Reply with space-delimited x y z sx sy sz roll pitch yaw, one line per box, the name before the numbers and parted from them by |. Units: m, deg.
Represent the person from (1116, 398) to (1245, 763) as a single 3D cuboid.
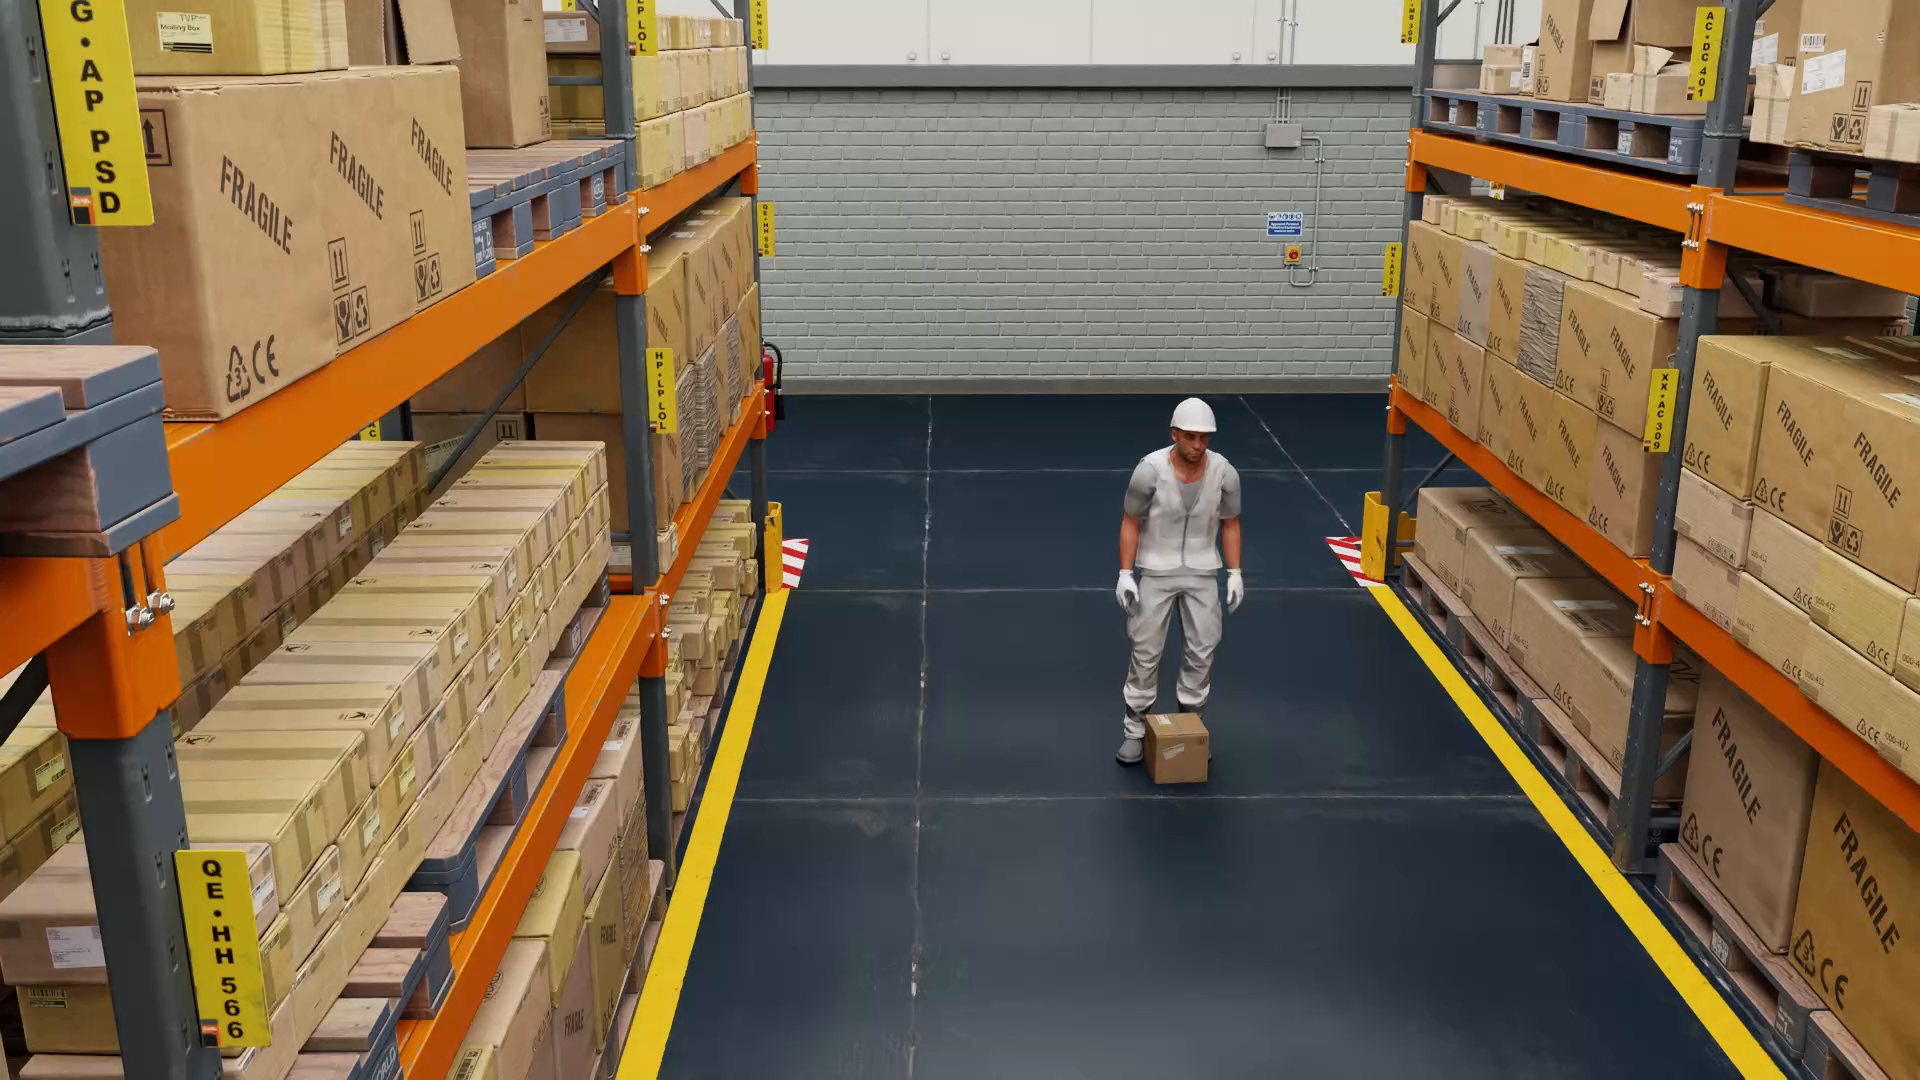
person | 1.044 0.190 7.890 0.621 1.781 0.445 -1 17 -4
